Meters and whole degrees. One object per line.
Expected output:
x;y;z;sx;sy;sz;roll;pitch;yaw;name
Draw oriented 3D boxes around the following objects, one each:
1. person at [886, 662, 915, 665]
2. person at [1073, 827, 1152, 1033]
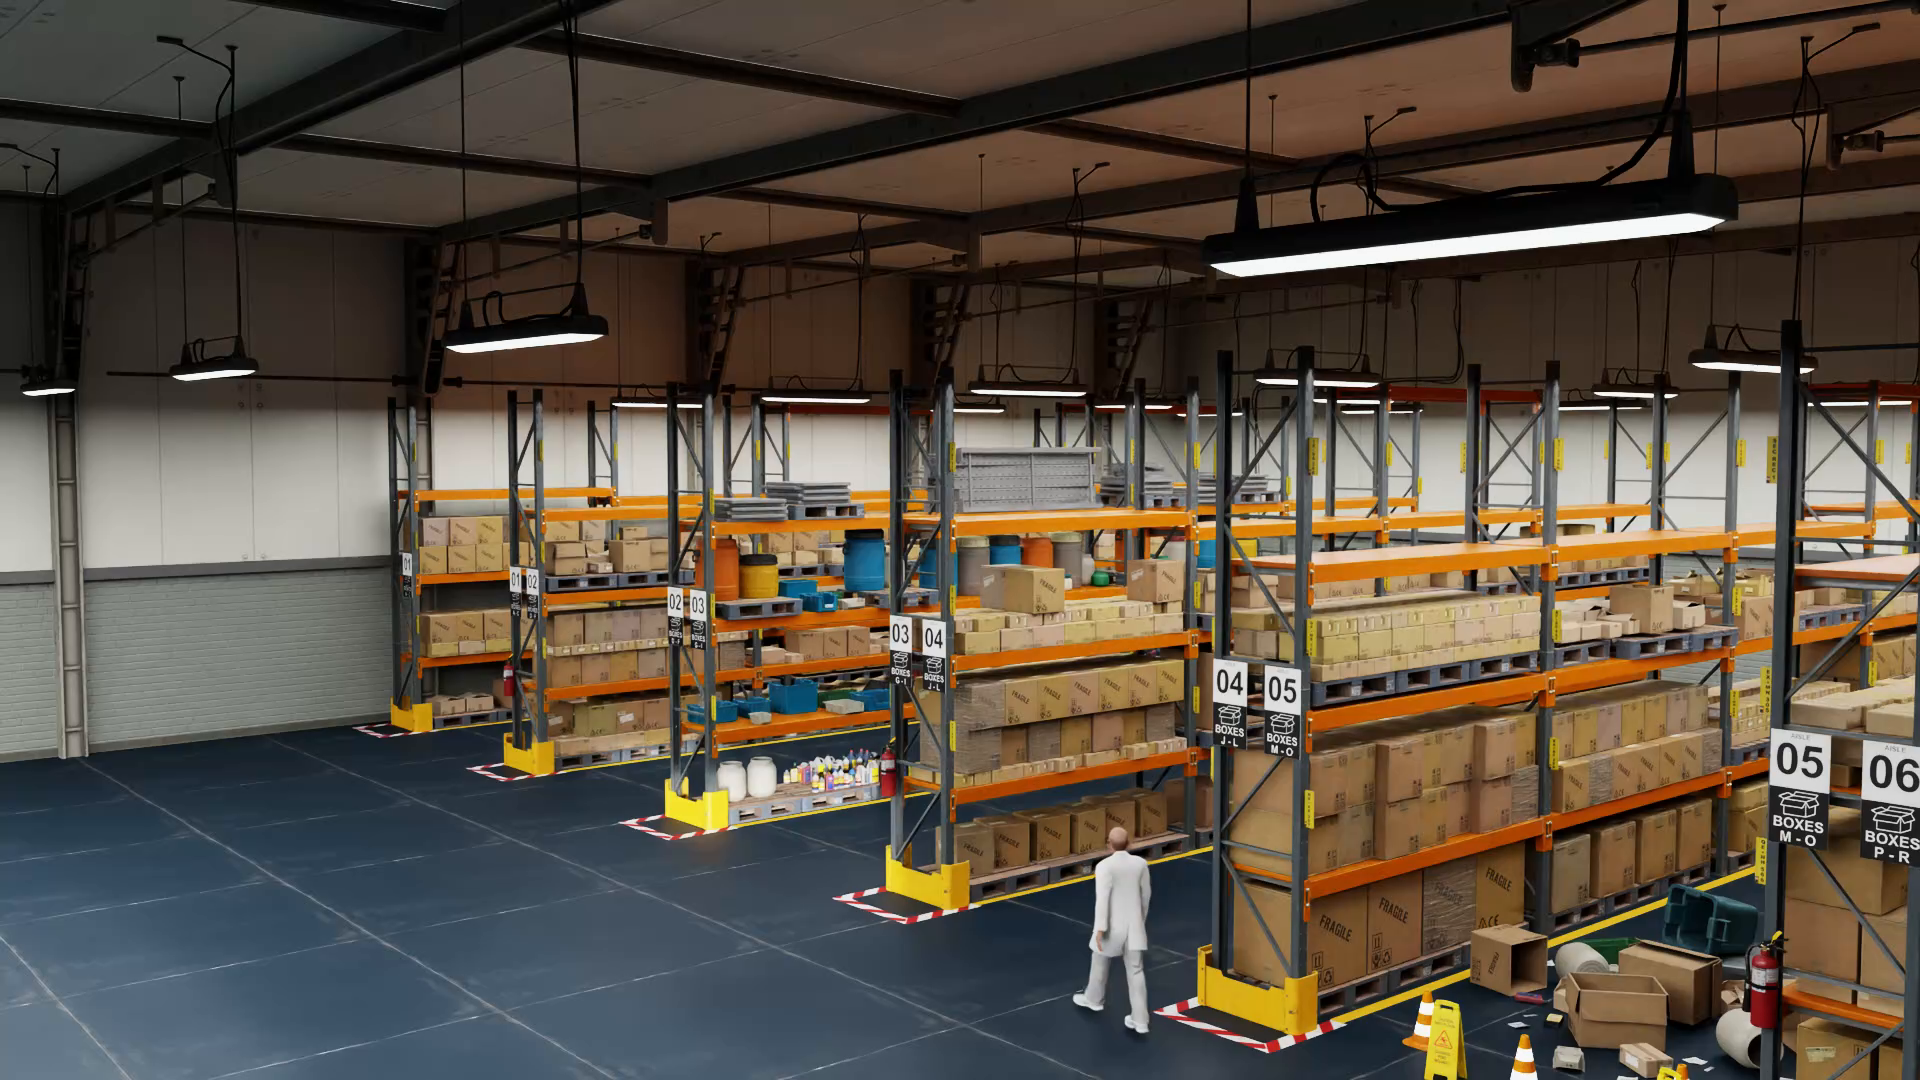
-1.183;2.414;33.362;0.543;1.641;0.805;2;4;33;person
1.407;3.458;14.820;0.626;1.619;1.059;-1;4;-20;person
